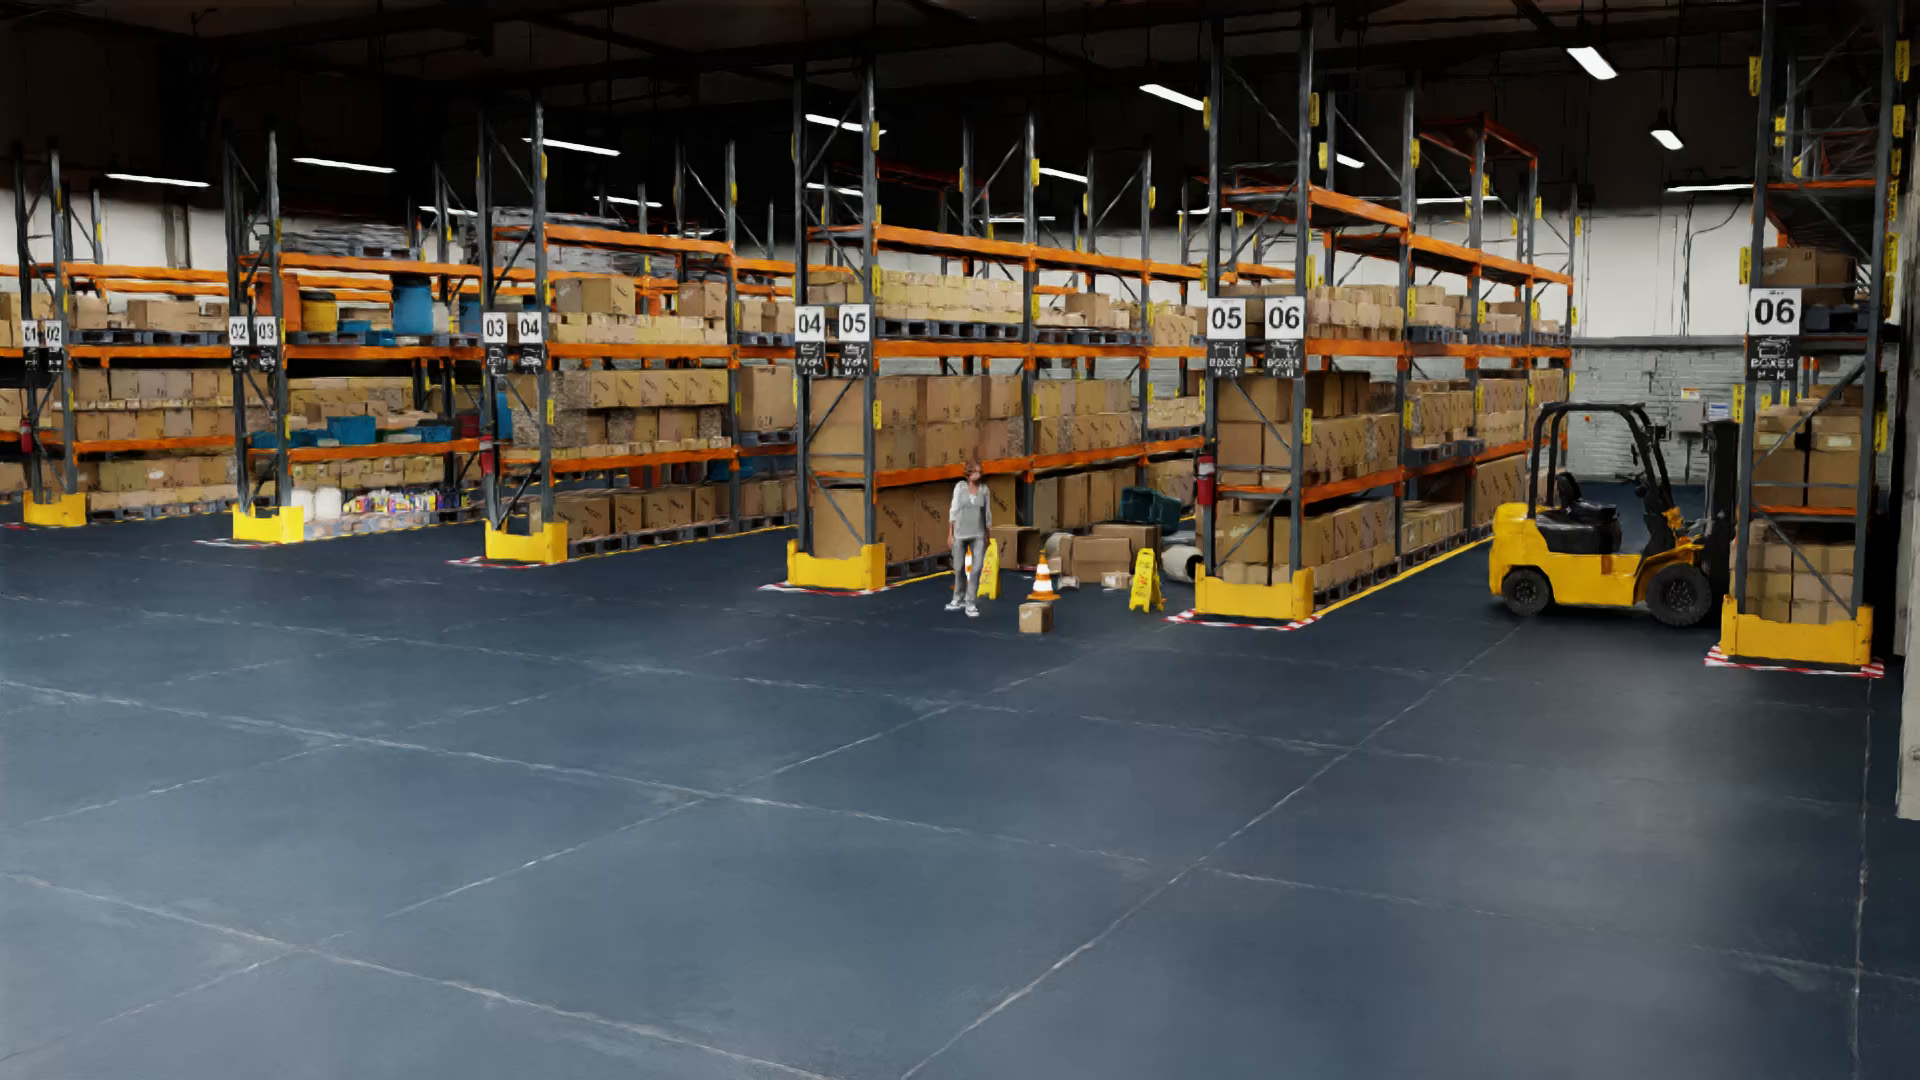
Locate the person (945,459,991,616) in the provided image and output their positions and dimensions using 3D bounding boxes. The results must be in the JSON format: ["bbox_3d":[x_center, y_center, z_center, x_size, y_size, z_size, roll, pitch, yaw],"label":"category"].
[{"bbox_3d":[0.086,-0.037,16.925,0.467,1.586,0.499,0,6,-3],"label":"person"}]
